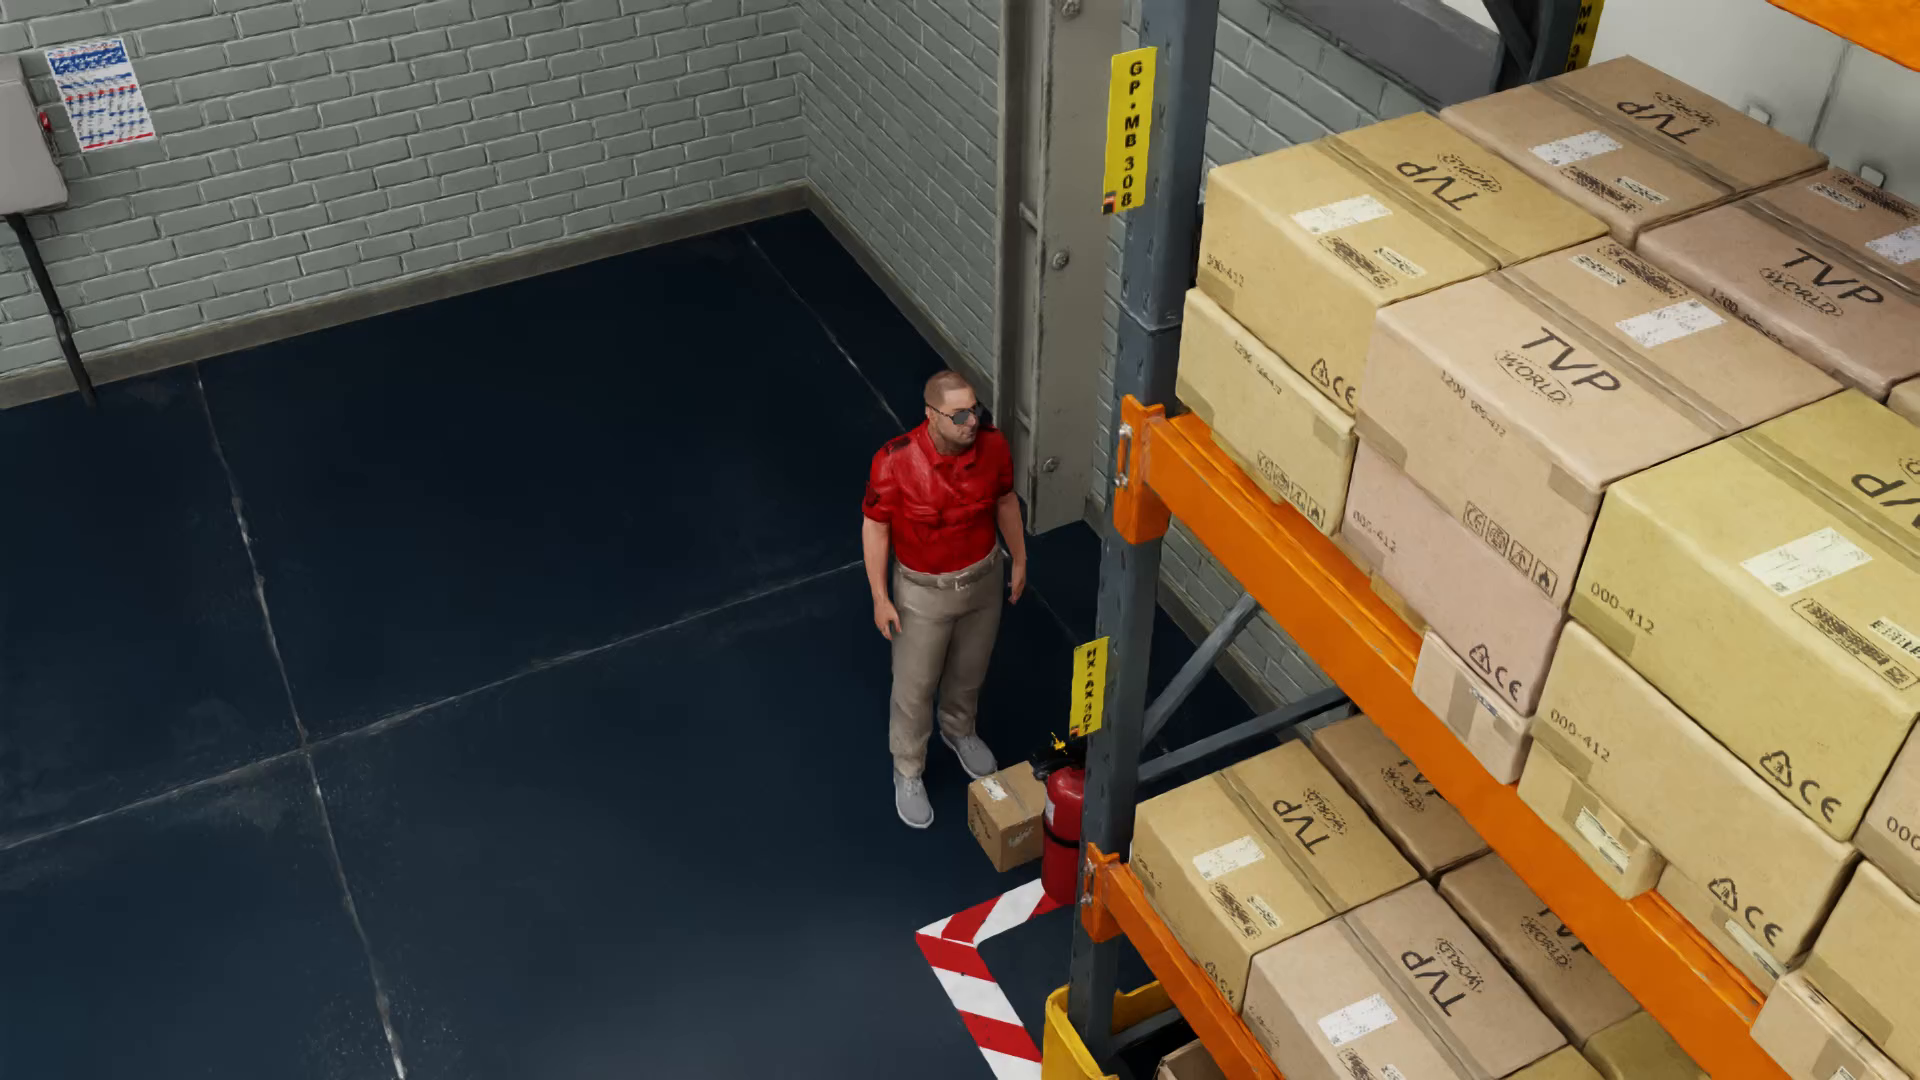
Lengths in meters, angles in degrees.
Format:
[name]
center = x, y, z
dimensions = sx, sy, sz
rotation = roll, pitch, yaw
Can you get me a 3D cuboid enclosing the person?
[person]
center = -0.017, 0.204, 5.924
dimensions = 0.644, 1.729, 0.526
rotation = -19, 44, -20
